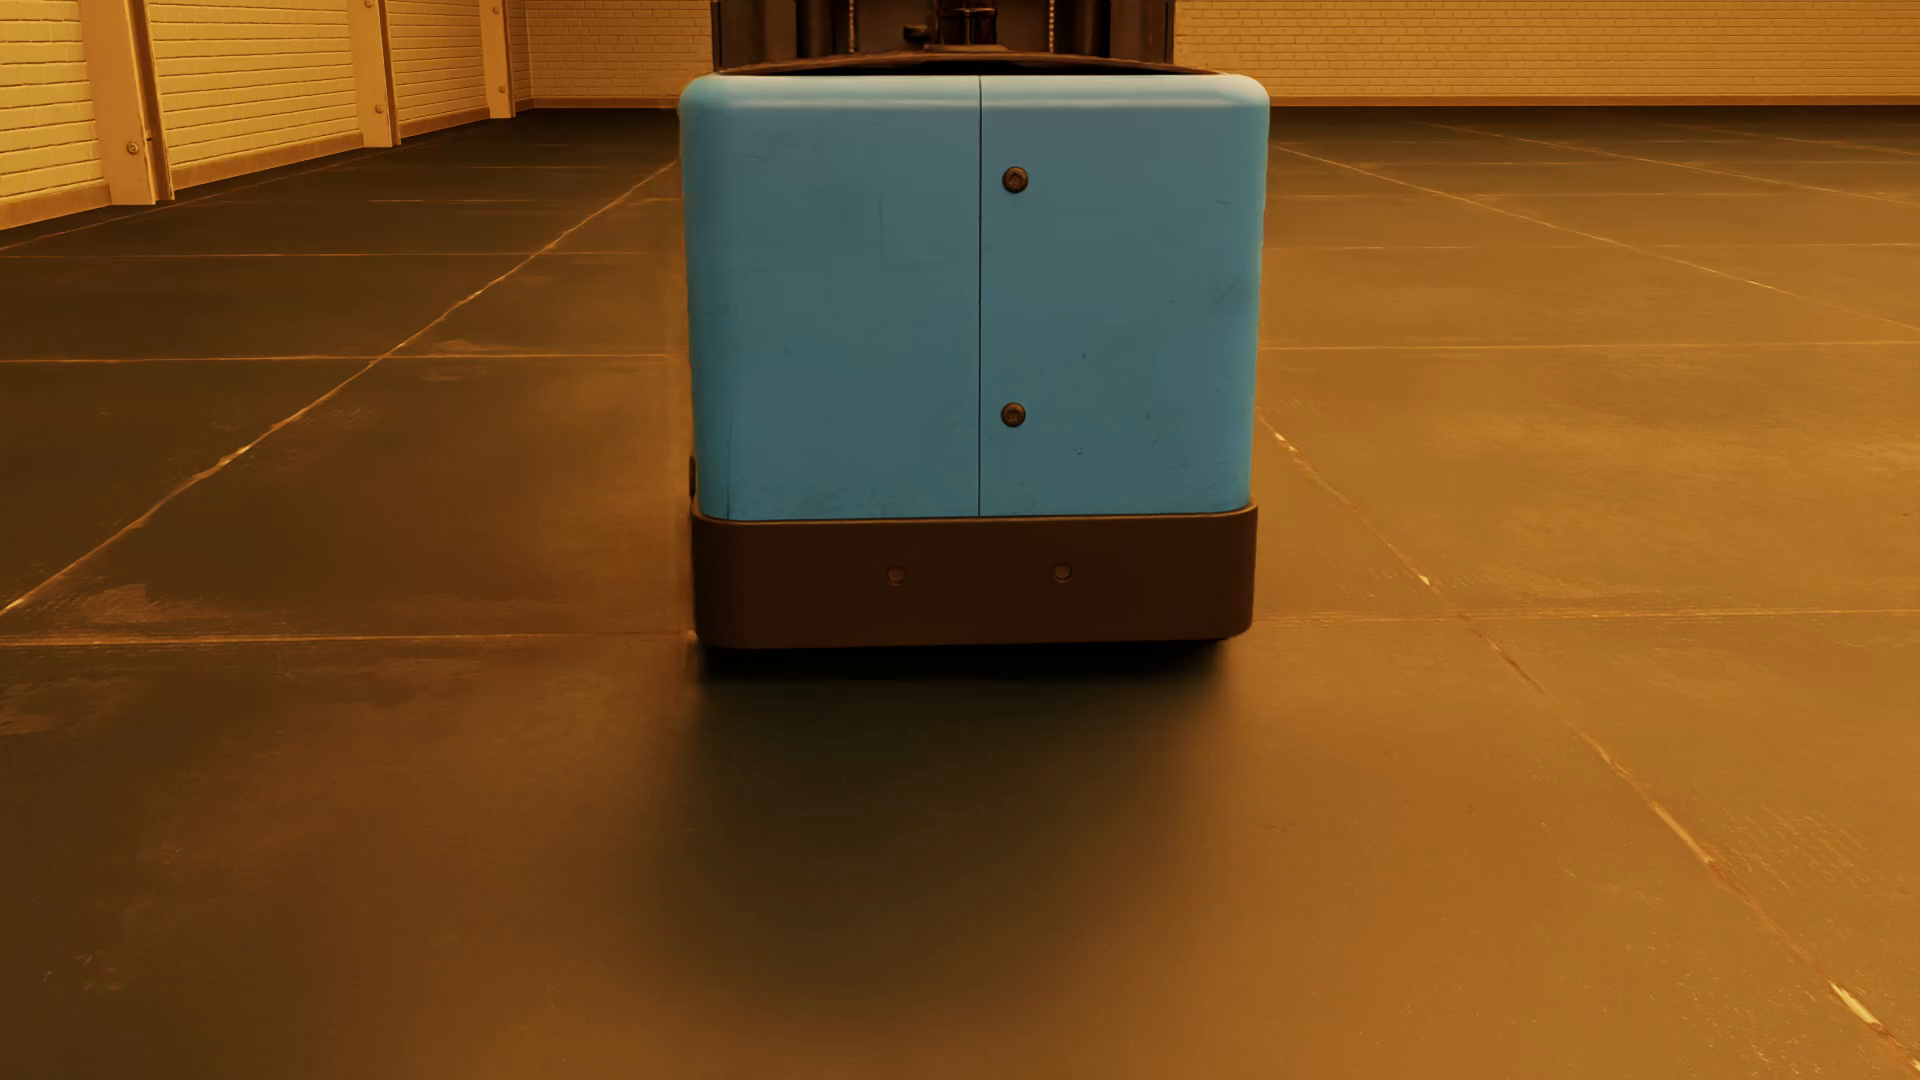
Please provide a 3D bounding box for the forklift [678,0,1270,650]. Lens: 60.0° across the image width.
[{"bbox_3d":[-0.055,-1.583,4.081,1.130,2.935,3.031,-1,17,-3],"label":"forklift"}]
